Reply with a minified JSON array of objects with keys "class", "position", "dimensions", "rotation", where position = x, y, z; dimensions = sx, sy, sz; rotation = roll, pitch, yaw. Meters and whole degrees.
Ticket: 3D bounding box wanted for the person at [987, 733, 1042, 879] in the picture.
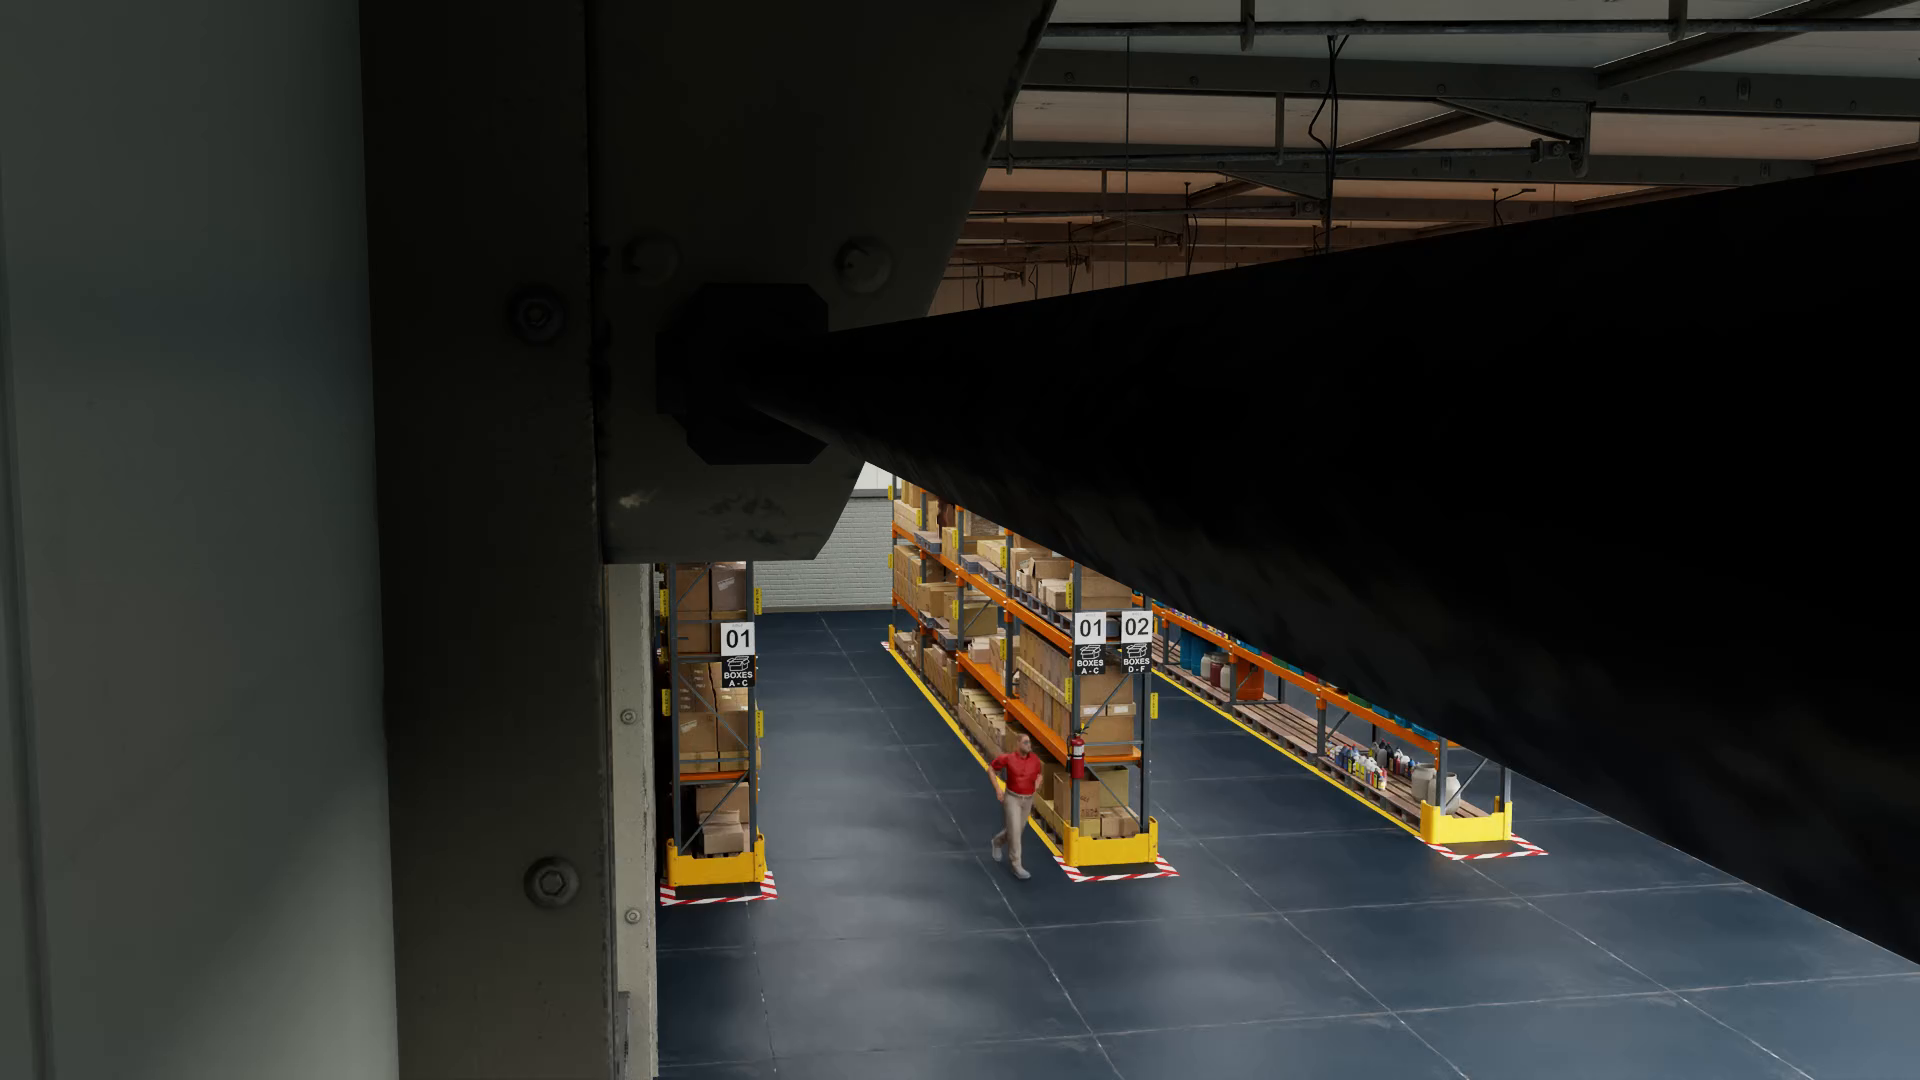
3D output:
[{"class":"person","position":[0.734,3.231,20.595],"dimensions":[0.695,1.685,1.007],"rotation":[-4,7,-32]}]
